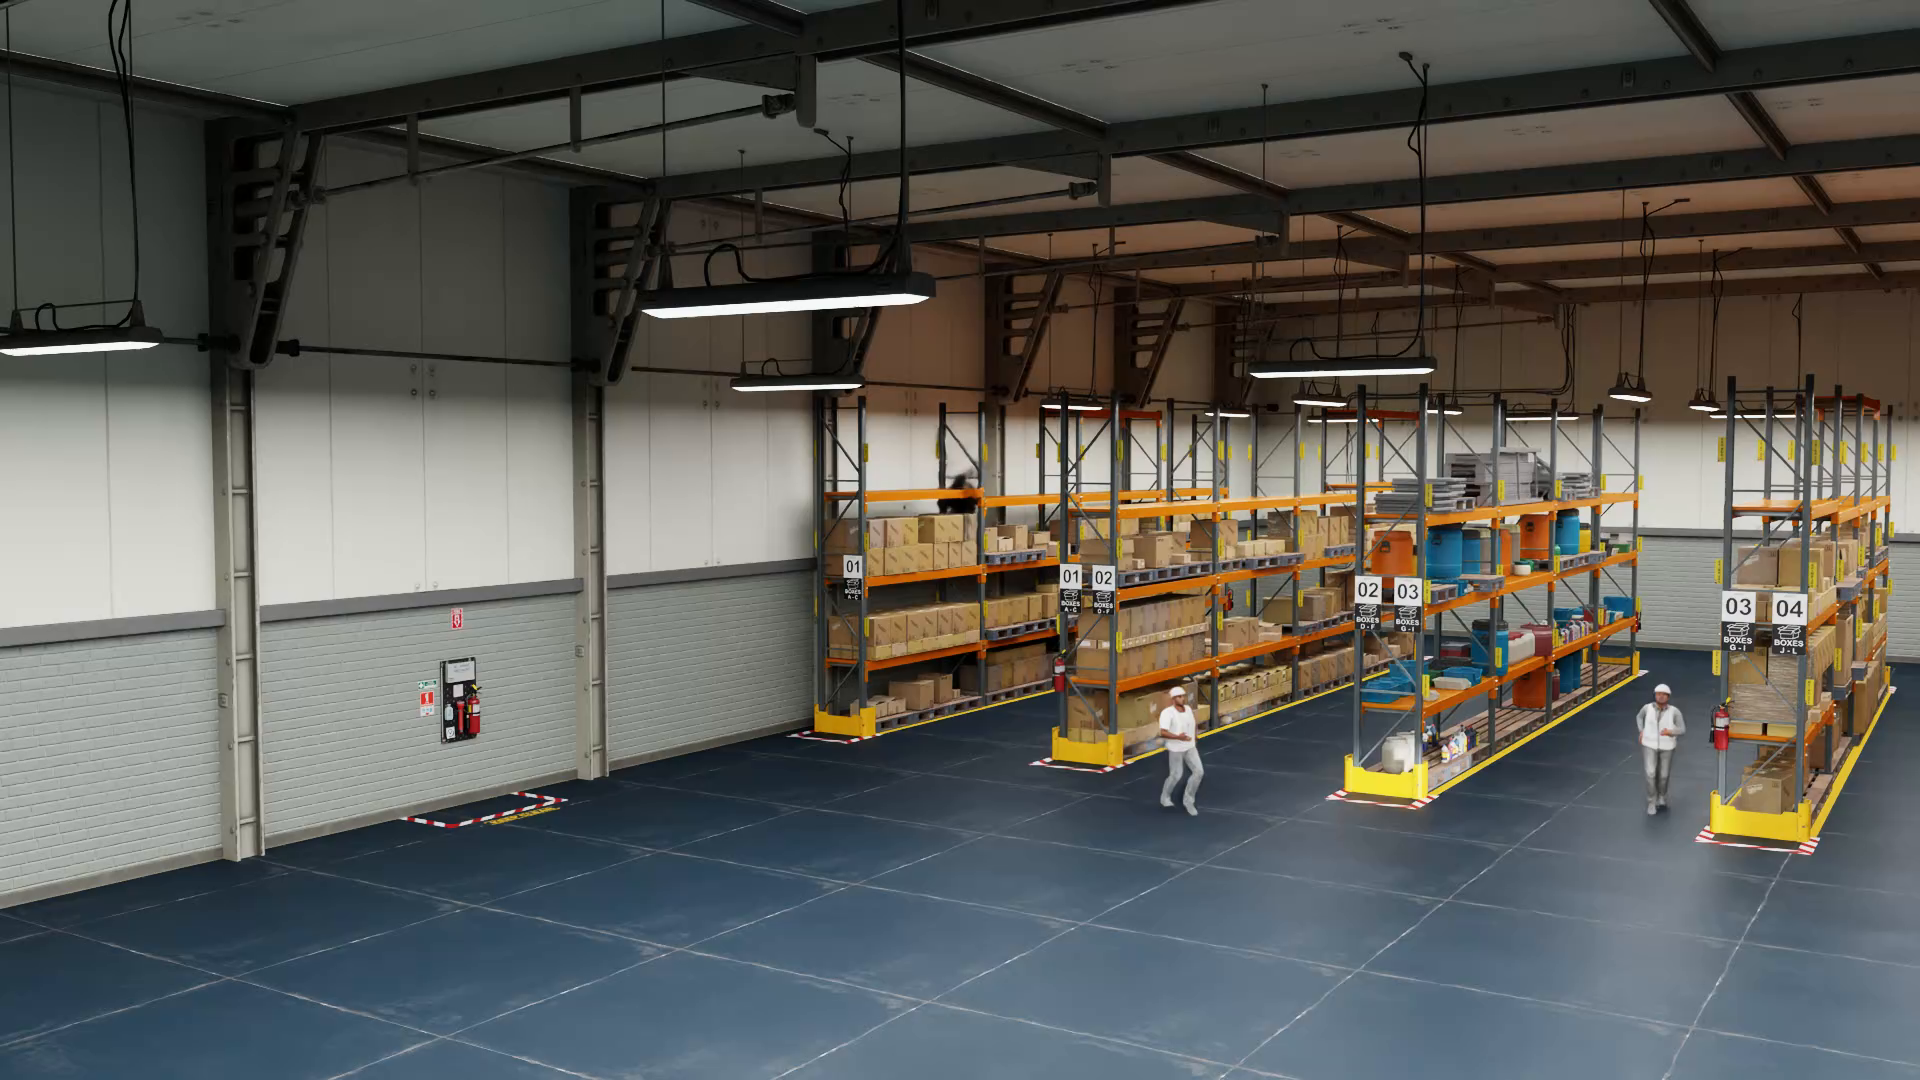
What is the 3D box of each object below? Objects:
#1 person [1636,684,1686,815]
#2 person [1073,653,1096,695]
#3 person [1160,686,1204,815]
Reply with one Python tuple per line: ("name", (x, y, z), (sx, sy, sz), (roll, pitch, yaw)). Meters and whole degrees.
("person", (9.752, 2.910, 23.159), (0.638, 1.831, 0.759), (1, 3, 24))
("person", (2.374, 2.658, 31.061), (0.573, 1.421, 0.546), (1, 3, 21))
("person", (3.085, 2.928, 23.148), (0.707, 1.790, 0.734), (-2, 3, -29))
